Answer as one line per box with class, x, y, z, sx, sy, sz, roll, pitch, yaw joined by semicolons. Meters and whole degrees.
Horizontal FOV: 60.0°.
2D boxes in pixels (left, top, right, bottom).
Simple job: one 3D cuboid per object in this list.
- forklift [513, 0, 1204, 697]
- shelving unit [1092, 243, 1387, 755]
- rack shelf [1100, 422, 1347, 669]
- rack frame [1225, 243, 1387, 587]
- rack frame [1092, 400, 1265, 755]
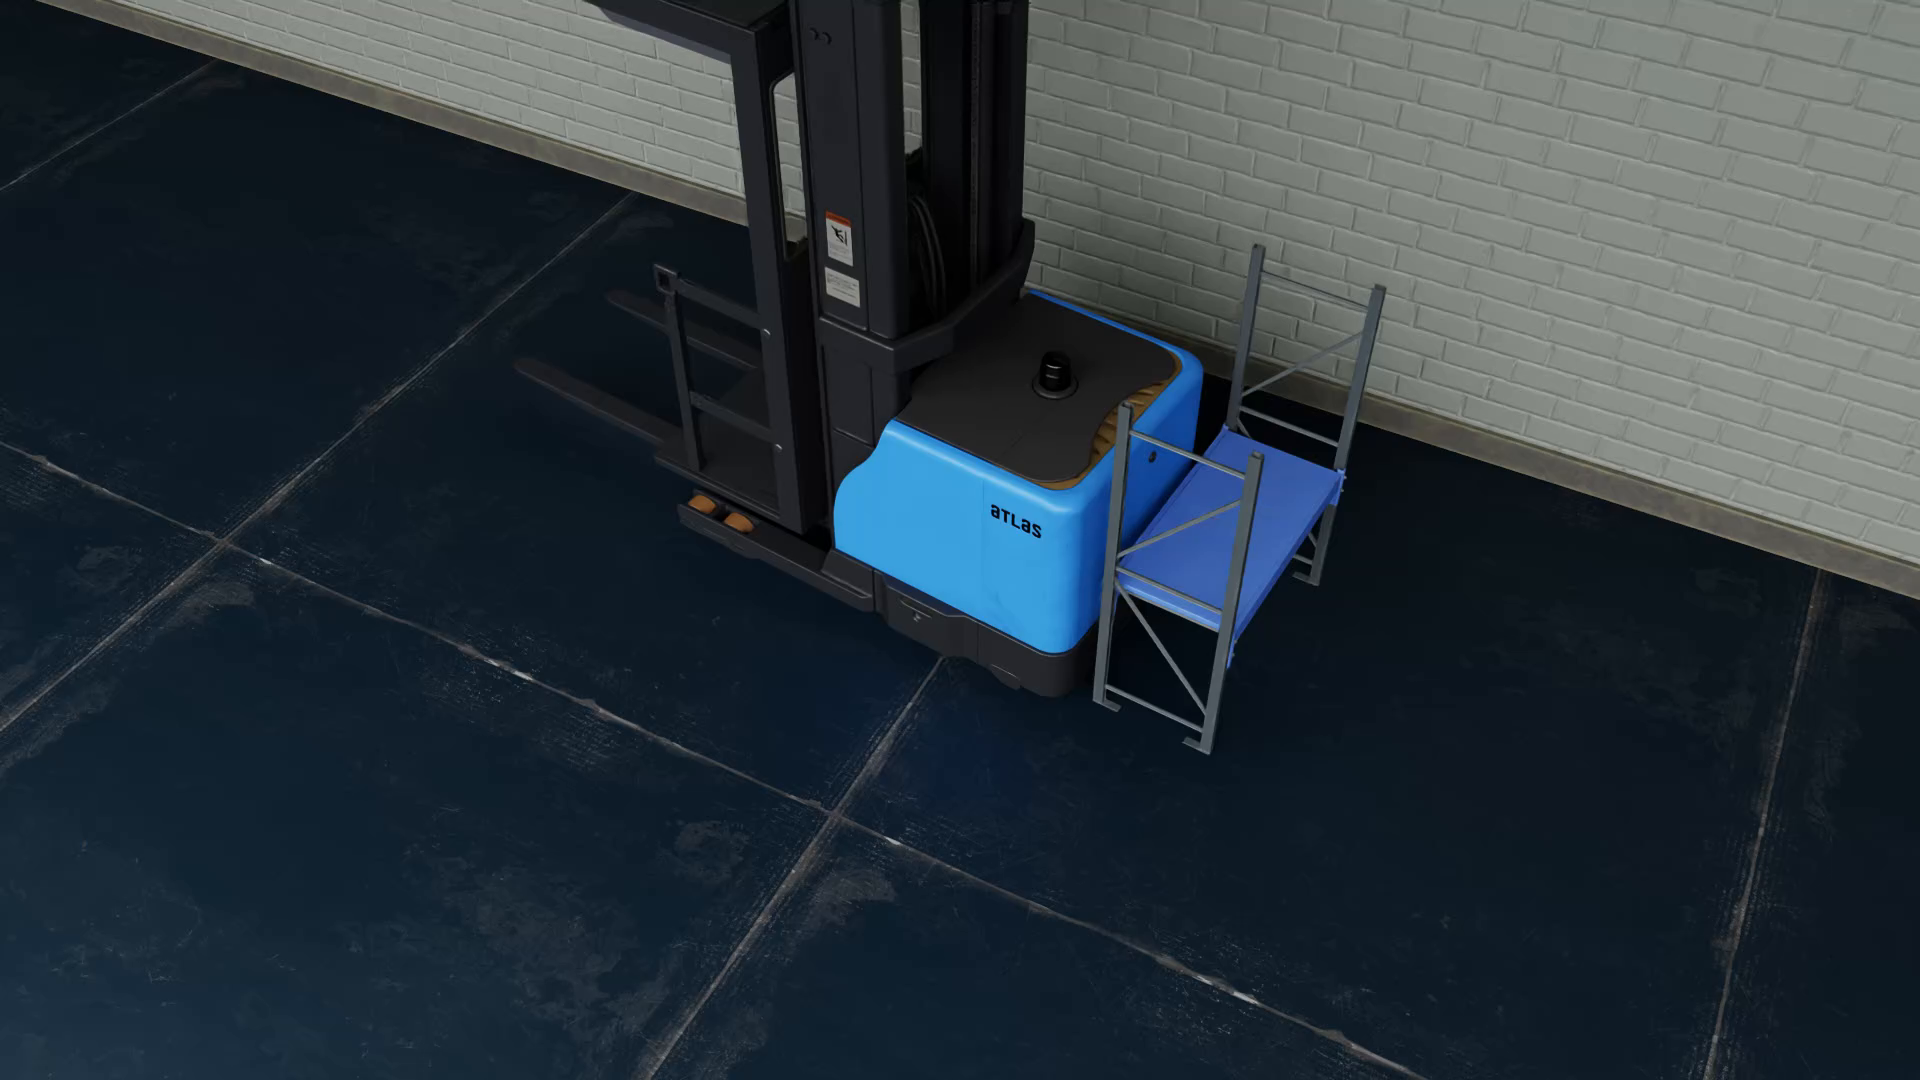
forklift;-0.580;-1.263;6.217;3.031;2.935;1.130;26;51;23
shelving unit;0.999;-0.130;6.104;0.538;1.500;1.048;24;50;22
rack shelf;0.998;-0.004;6.232;0.538;0.185;1.000;24;50;22
rack frame;1.266;-0.437;6.407;0.500;1.500;0.032;24;50;22
rack frame;0.731;0.177;5.800;0.500;1.500;0.032;24;50;22
